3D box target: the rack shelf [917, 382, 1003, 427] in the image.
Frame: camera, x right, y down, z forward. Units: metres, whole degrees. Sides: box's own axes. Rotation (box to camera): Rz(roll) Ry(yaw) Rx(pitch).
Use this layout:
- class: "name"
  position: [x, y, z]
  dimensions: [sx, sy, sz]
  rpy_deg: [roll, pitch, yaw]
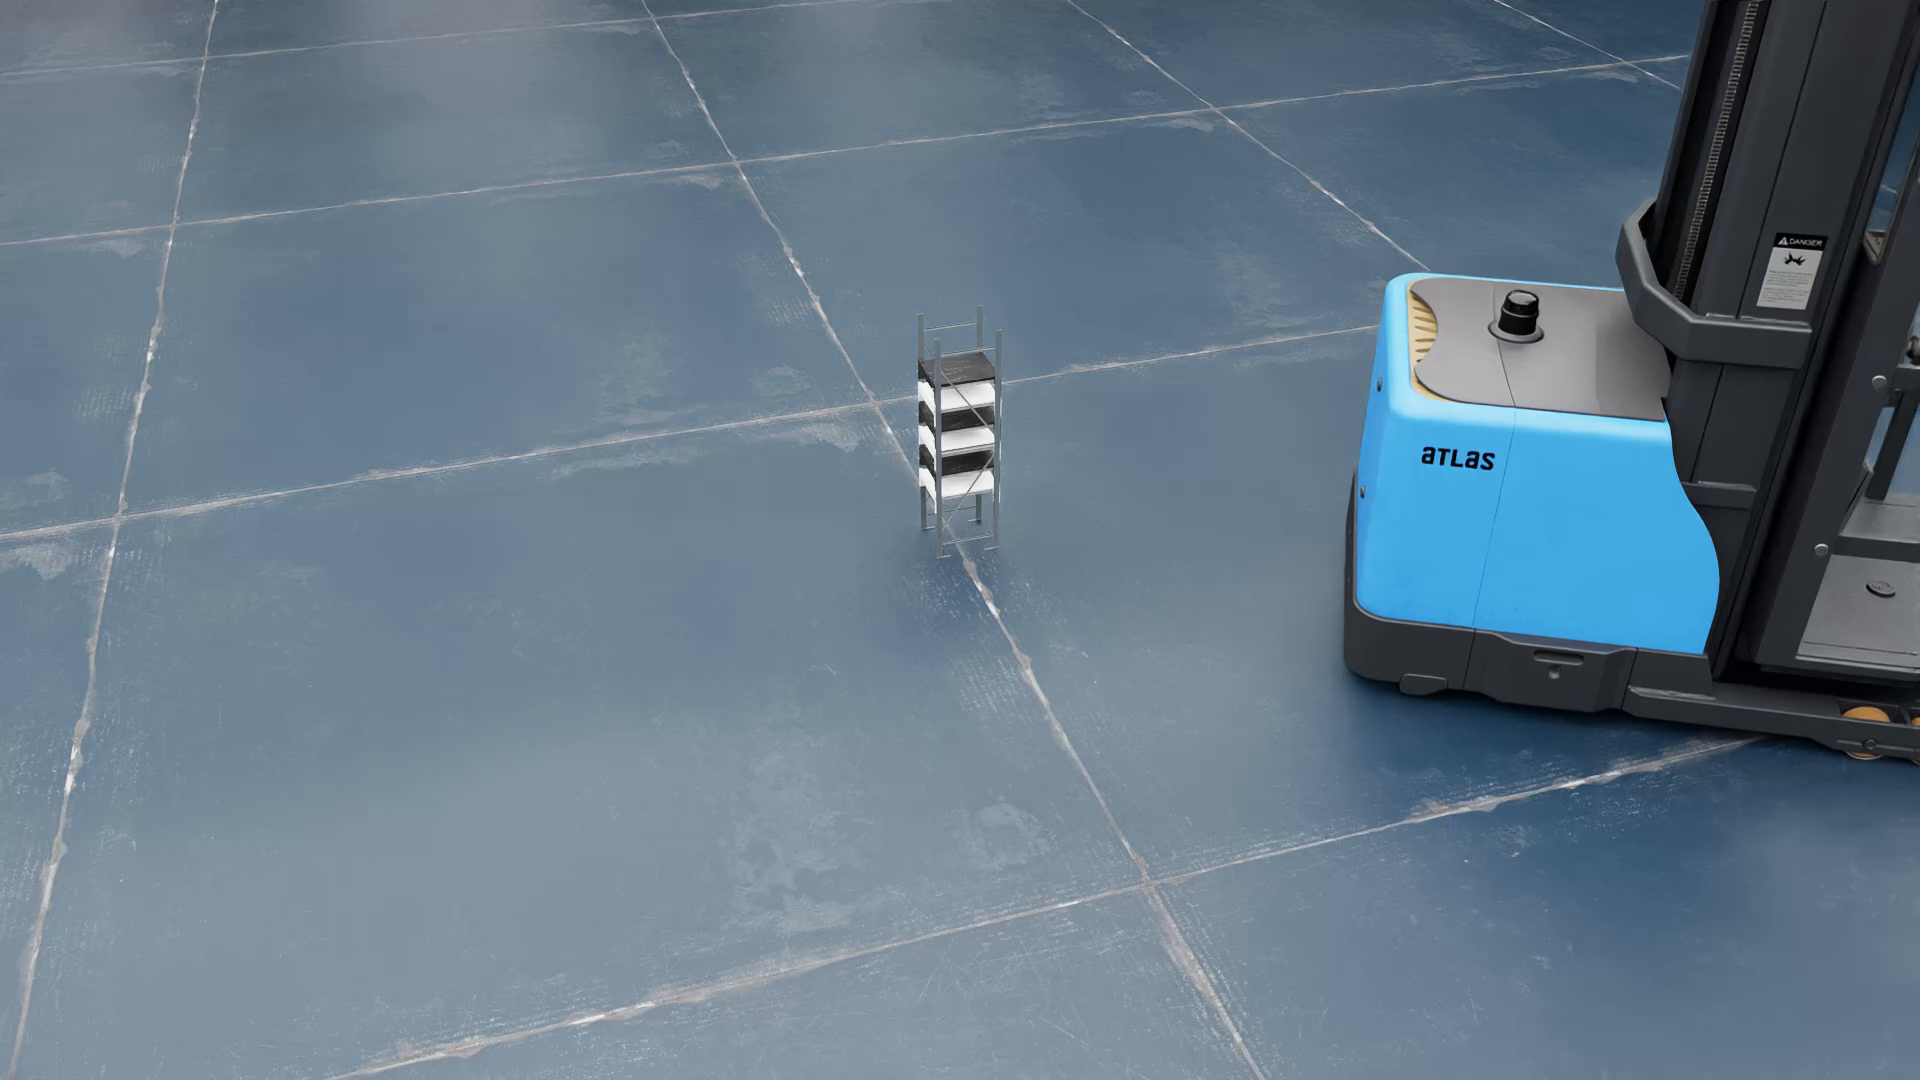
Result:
- class: "rack shelf"
  position: [-0.002, -0.502, 5.928]
  dimensions: [0.258, 0.077, 0.200]
  rpy_deg: [-10, 35, -15]

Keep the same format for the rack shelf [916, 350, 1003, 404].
- class: "rack shelf"
  position: [-0.002, -0.577, 5.878]
  dimensions: [0.258, 0.077, 0.200]
  rpy_deg: [-10, 35, -15]

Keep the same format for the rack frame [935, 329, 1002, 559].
- class: "rack frame"
  position: [0.029, -0.326, 5.928]
  dimensions: [0.240, 0.900, 0.006]
  rpy_deg: [-10, 35, -15]

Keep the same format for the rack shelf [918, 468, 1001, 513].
- class: "rack shelf"
  position: [-0.002, -0.202, 6.126]
  dimensions: [0.258, 0.077, 0.200]
  rpy_deg: [-10, 35, -15]

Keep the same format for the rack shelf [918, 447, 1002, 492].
- class: "rack shelf"
  position: [-0.002, -0.277, 6.076]
  dimensions: [0.258, 0.077, 0.200]
  rpy_deg: [-10, 35, -15]

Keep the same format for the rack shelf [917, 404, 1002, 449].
- class: "rack shelf"
  position: [-0.002, -0.427, 5.977]
  dimensions: [0.258, 0.077, 0.200]
  rpy_deg: [-10, 35, -15]

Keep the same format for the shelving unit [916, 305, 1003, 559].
- class: "shelving unit"
  position: [-0.002, -0.380, 6.008]
  dimensions: [0.258, 0.900, 0.210]
  rpy_deg: [-10, 35, -15]

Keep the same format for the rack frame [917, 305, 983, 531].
- class: "rack frame"
  position: [-0.033, -0.433, 6.089]
  dimensions: [0.240, 0.900, 0.006]
  rpy_deg: [-10, 35, -15]

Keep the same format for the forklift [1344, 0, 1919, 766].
- class: "forklift"
  position: [2.844, -0.834, 4.853]
  dimensions: [3.031, 2.935, 1.130]
  rpy_deg: [6, 34, 10]

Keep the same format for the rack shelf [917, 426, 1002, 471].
- class: "rack shelf"
  position: [-0.002, -0.352, 6.027]
  dimensions: [0.258, 0.077, 0.200]
  rpy_deg: [-10, 35, -15]
